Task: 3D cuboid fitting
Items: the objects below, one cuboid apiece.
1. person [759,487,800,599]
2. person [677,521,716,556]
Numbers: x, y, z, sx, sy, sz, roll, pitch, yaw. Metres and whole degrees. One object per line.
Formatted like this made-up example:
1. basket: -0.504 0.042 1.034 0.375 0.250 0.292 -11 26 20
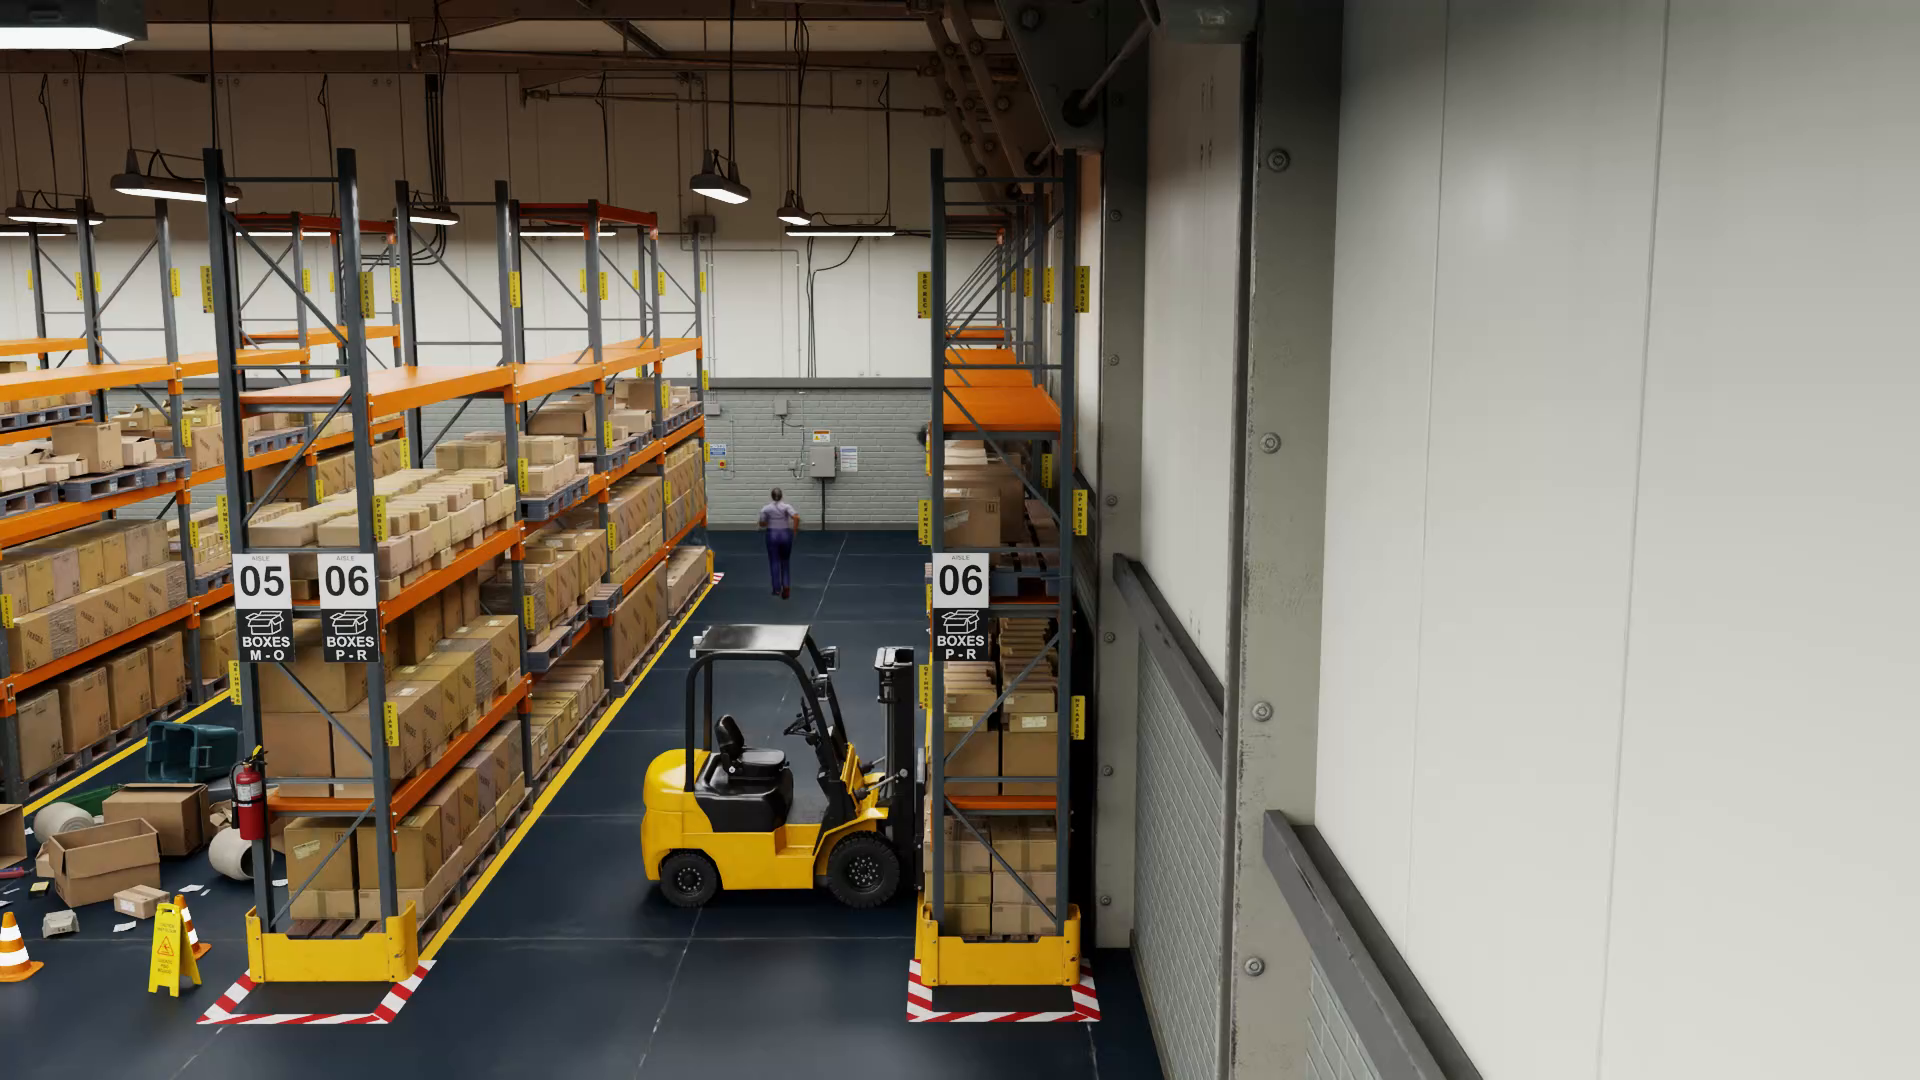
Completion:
1. person: -2.755 0.065 25.261 0.575 1.755 0.672 -2 9 -15
2. person: -4.723 -0.353 29.303 0.778 1.712 0.814 -1 9 -5
